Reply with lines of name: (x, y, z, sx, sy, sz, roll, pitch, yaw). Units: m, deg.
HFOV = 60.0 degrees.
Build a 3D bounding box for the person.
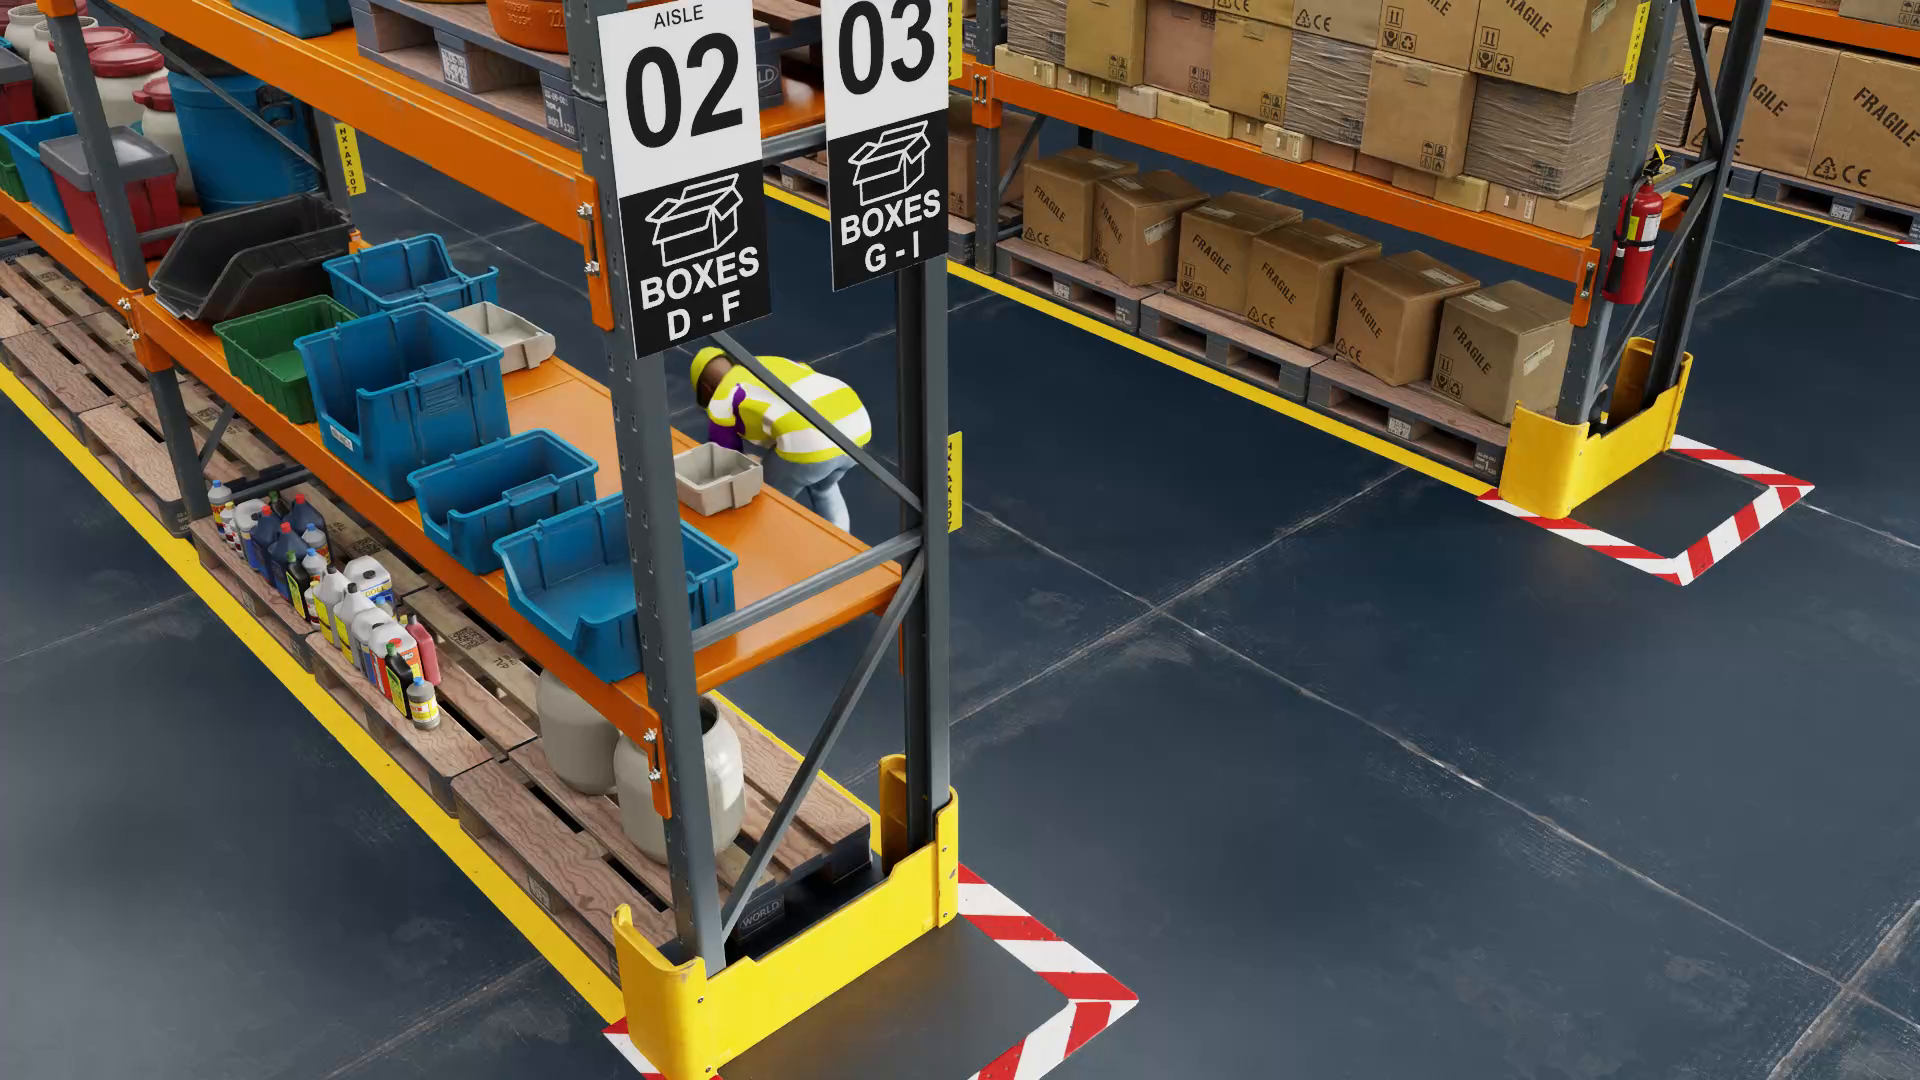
person: (-0.814, -0.287, 7.245, 0.982, 1.065, 0.489, 27, 41, 37)
